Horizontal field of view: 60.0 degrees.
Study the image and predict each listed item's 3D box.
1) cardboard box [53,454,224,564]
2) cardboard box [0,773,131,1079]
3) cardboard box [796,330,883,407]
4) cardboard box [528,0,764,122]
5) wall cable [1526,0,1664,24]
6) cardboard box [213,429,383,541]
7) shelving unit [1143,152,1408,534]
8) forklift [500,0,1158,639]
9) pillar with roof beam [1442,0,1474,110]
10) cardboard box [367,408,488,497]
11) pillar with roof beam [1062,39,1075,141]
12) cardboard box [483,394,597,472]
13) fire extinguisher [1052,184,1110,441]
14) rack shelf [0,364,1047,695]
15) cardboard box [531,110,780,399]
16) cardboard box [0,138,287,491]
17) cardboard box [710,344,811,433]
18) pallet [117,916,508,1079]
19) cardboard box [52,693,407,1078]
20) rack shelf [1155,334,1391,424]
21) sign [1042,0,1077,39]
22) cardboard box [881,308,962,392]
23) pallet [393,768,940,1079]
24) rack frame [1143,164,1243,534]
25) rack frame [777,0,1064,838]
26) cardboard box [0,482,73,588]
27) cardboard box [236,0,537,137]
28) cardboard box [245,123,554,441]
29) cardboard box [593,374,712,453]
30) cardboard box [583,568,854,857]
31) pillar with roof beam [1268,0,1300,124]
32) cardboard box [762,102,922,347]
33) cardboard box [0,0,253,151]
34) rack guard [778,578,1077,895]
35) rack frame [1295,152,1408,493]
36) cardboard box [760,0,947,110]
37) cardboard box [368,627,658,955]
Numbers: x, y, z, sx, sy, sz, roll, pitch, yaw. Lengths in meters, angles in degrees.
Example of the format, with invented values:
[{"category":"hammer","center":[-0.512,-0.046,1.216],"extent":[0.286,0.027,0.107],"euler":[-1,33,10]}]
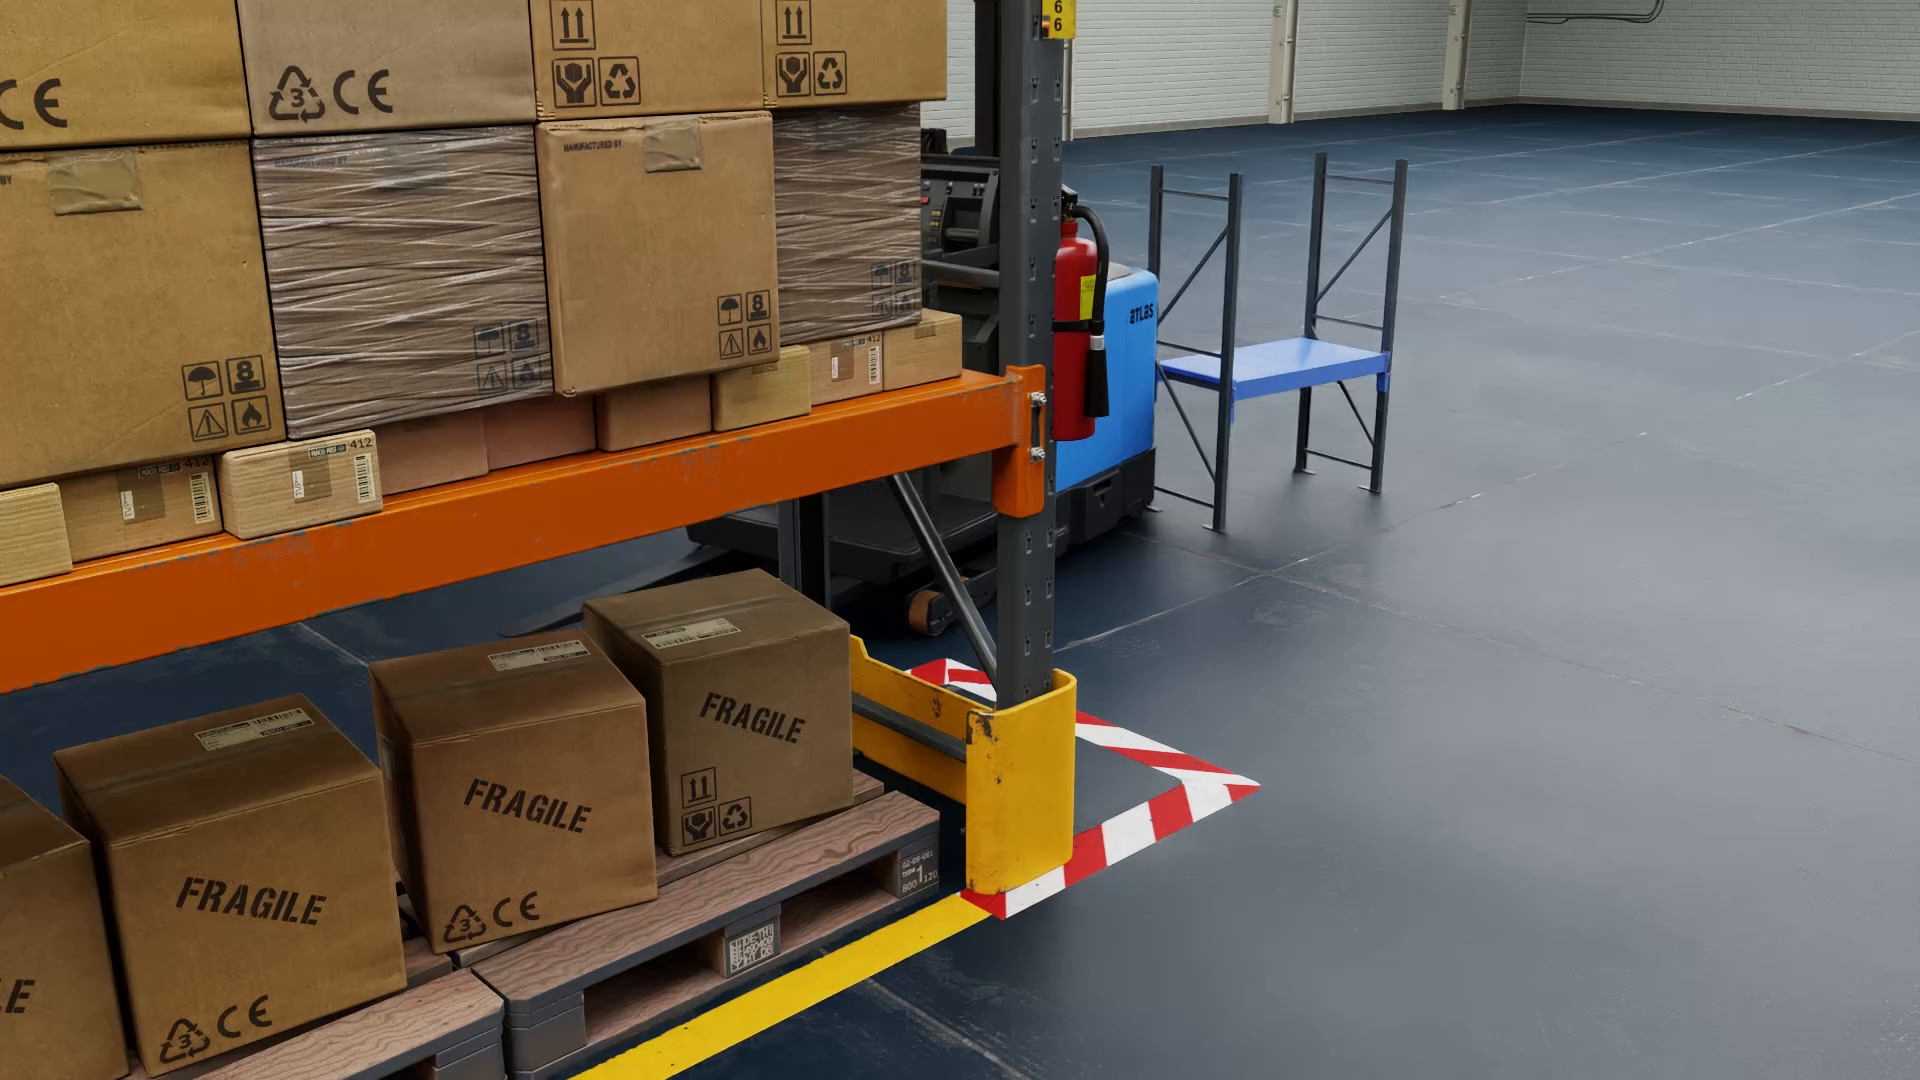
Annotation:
[{"category":"cardboard box","center":[-1.459,-0.098,2.829],"extent":[0.250,0.149,0.380],"euler":[-16,24,-41]},{"category":"cardboard box","center":[-1.926,0.786,3.068],"extent":[0.500,0.500,0.500],"euler":[15,23,39]},{"category":"cardboard box","center":[-0.394,-0.423,3.835],"extent":[0.250,0.149,0.380],"euler":[-16,24,-41]},{"category":"cardboard box","center":[-0.735,-1.088,3.211],"extent":[0.500,0.500,0.500],"euler":[-16,24,-41]},{"category":"wall cable","center":[13.355,-12.151,34.905],"extent":[0.112,2.526,3.097],"euler":[-16,24,-41]},{"category":"cardboard box","center":[-1.229,-0.135,2.945],"extent":[0.250,0.149,0.380],"euler":[-16,24,-41]},{"category":"shelving unit","center":[1.373,-0.899,7.326],"extent":[1.048,1.500,0.538],"euler":[-13,22,-35]},{"category":"forklift","center":[-0.372,-1.216,5.982],"extent":[1.130,2.935,3.031],"euler":[11,21,31]},{"category":"pillar with roof beam","center":[13.263,-12.335,30.440],"extent":[0.400,9.000,9.100],"euler":[-16,24,-41]},{"category":"cardboard box","center":[-1.108,-0.208,3.169],"extent":[0.250,0.149,0.380],"euler":[-16,24,-41]},{"category":"pillar with roof beam","center":[4.544,-9.792,22.597],"extent":[0.400,9.000,9.100],"euler":[-16,24,-41]},{"category":"cardboard box","center":[-0.942,-0.266,3.348],"extent":[0.250,0.149,0.380],"euler":[-16,24,-41]},{"category":"fire extinguisher","center":[0.254,-0.587,4.056],"extent":[0.183,0.674,0.296],"euler":[-16,24,-41]},{"category":"rack shelf","center":[-1.599,0.064,3.092],"extent":[4.000,0.370,1.077],"euler":[-16,24,-41]},{"category":"cardboard box","center":[-0.846,-0.648,3.476],"extent":[0.500,0.500,0.875],"euler":[-16,24,-41]},{"category":"cardboard box","center":[-1.610,-0.449,2.861],"extent":[0.500,0.500,0.875],"euler":[-16,24,-41]},{"category":"cardboard box","center":[-0.540,-0.359,3.636],"extent":[0.250,0.149,0.380],"euler":[-16,24,-41]},{"category":"pallet","center":[-1.702,1.062,3.368],"extent":[1.213,0.211,1.003],"euler":[-16,24,-41]},{"category":"cardboard box","center":[-1.490,0.678,3.402],"extent":[0.500,0.500,0.500],"euler":[-14,22,-36]},{"category":"rack shelf","center":[1.373,-0.728,7.382],"extent":[1.000,0.185,0.538],"euler":[-13,22,-35]},{"category":"sign","center":[0.221,-1.275,3.664],"extent":[0.005,0.325,0.100],"euler":[-16,24,-41]},{"category":"cardboard box","center":[-0.211,-0.476,3.998],"extent":[0.250,0.149,0.380],"euler":[-16,24,-41]},{"category":"pallet","center":[-0.816,0.804,4.162],"extent":[1.213,0.211,1.003],"euler":[-16,24,-41]},{"category":"rack frame","center":[0.966,-0.805,7.036],"extent":[0.032,1.500,0.500],"euler":[-13,22,-35]},{"category":"rack frame","center":[-0.146,-0.702,4.288],"extent":[0.127,3.000,1.000],"euler":[-16,24,-41]},{"category":"cardboard box","center":[-1.609,-0.034,2.634],"extent":[0.250,0.149,0.380],"euler":[-16,24,-41]},{"category":"cardboard box","center":[-1.100,-0.983,2.886],"extent":[0.500,0.500,0.500],"euler":[-16,24,-41]},{"category":"cardboard box","center":[-1.239,-0.552,3.179],"extent":[0.500,0.500,0.875],"euler":[-16,24,-41]},{"category":"cardboard box","center":[-0.732,-0.309,3.483],"extent":[0.250,0.149,0.380],"euler":[-16,24,-41]},{"category":"cardboard box","center":[-0.611,0.415,4.212],"extent":[0.500,0.500,0.500],"euler":[-11,21,-31]},{"category":"pillar with roof beam","center":[8.903,-11.064,26.518],"extent":[0.400,9.000,9.100],"euler":[-16,24,-41]},{"category":"cardboard box","center":[-0.565,-0.781,3.886],"extent":[0.500,0.500,0.875],"euler":[-16,24,-41]},{"category":"cardboard box","center":[-1.469,-0.878,2.565],"extent":[0.500,0.500,0.500],"euler":[-16,24,-41]},{"category":"rack guard","center":[-0.201,0.503,4.624],"extent":[0.348,0.500,1.175],"euler":[-16,24,-41]},{"category":"rack frame","center":[1.780,-0.993,7.616],"extent":[0.032,1.500,0.500],"euler":[-13,22,-35]},{"category":"cardboard box","center":[-0.376,-1.195,3.542],"extent":[0.500,0.500,0.500],"euler":[-16,24,-41]},{"category":"cardboard box","center":[-1.022,0.550,3.798],"extent":[0.500,0.500,0.500],"euler":[-9,20,-27]}]
